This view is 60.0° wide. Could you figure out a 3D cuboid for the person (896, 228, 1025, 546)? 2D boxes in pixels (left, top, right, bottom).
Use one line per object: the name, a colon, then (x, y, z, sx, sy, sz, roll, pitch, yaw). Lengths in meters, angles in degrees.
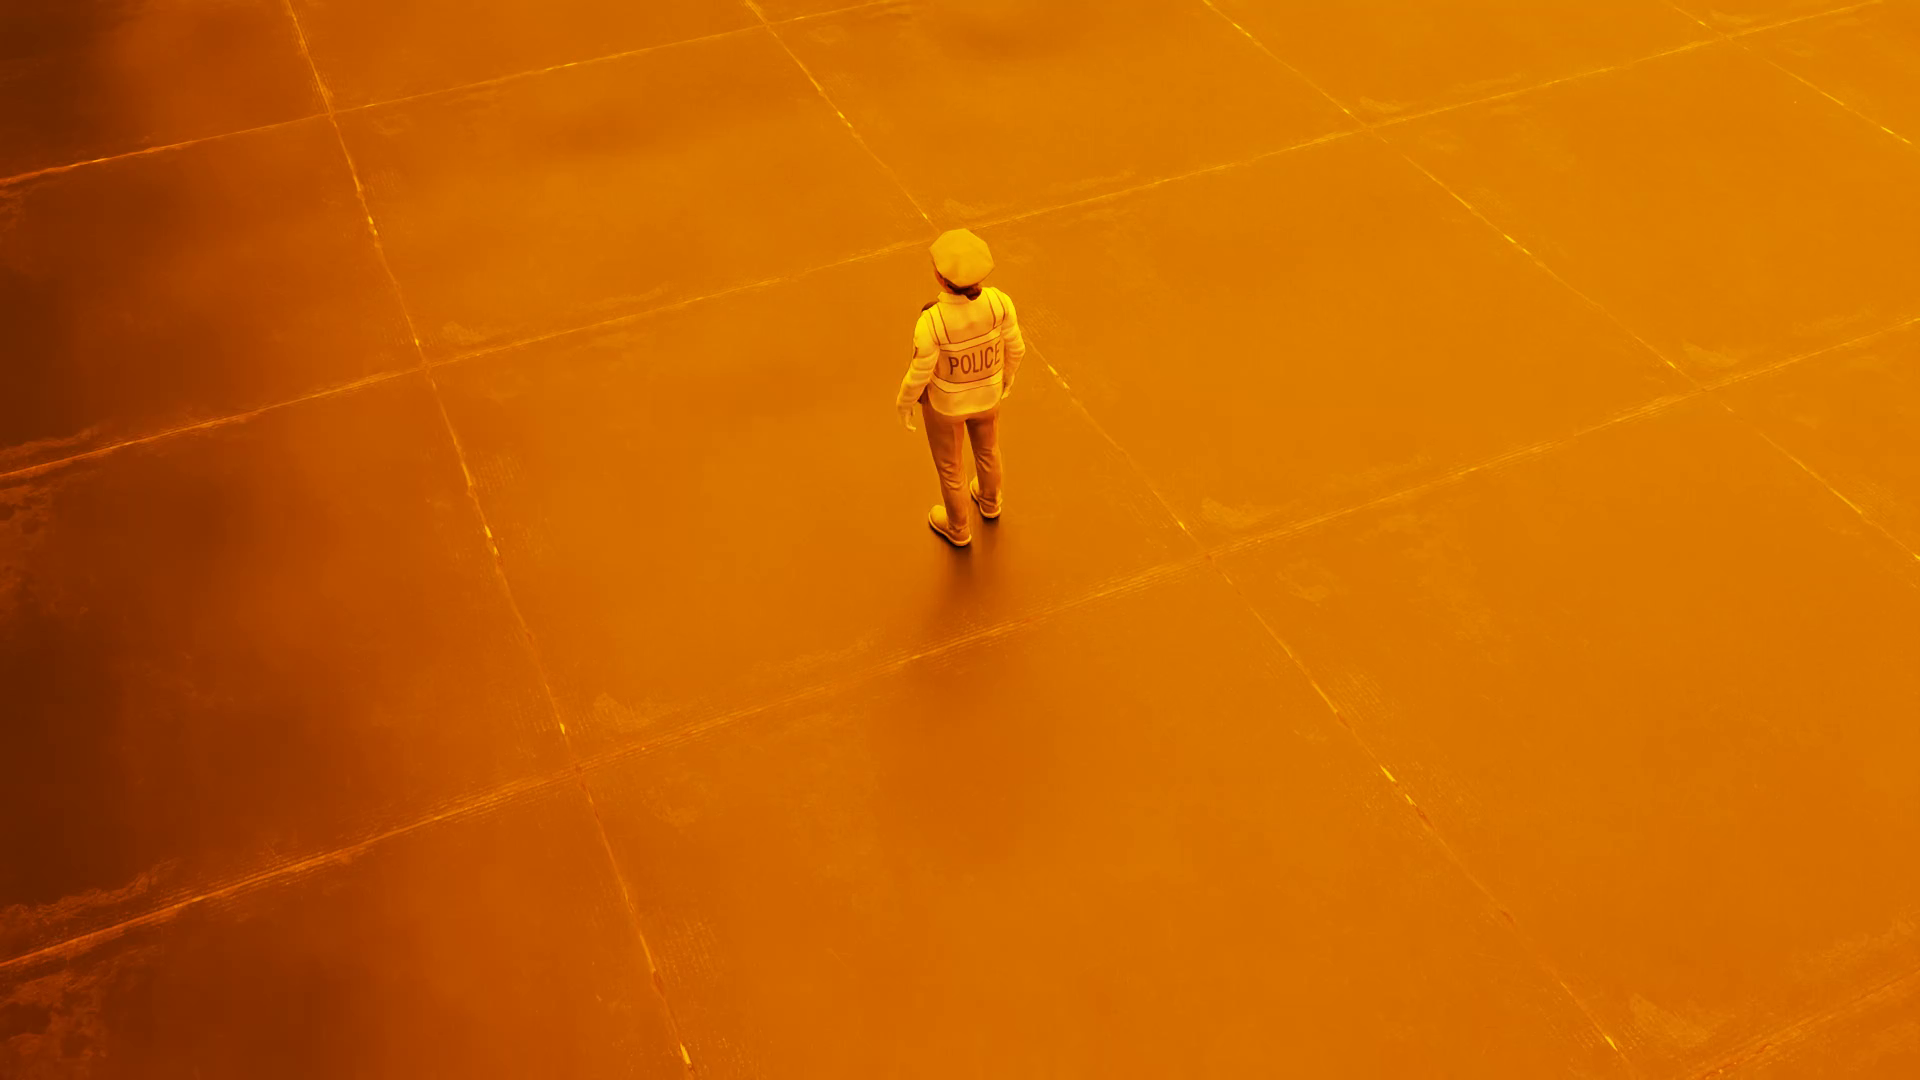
person: (-0.023, -0.670, 7.293, 0.586, 1.694, 0.530, -18, 46, -18)
